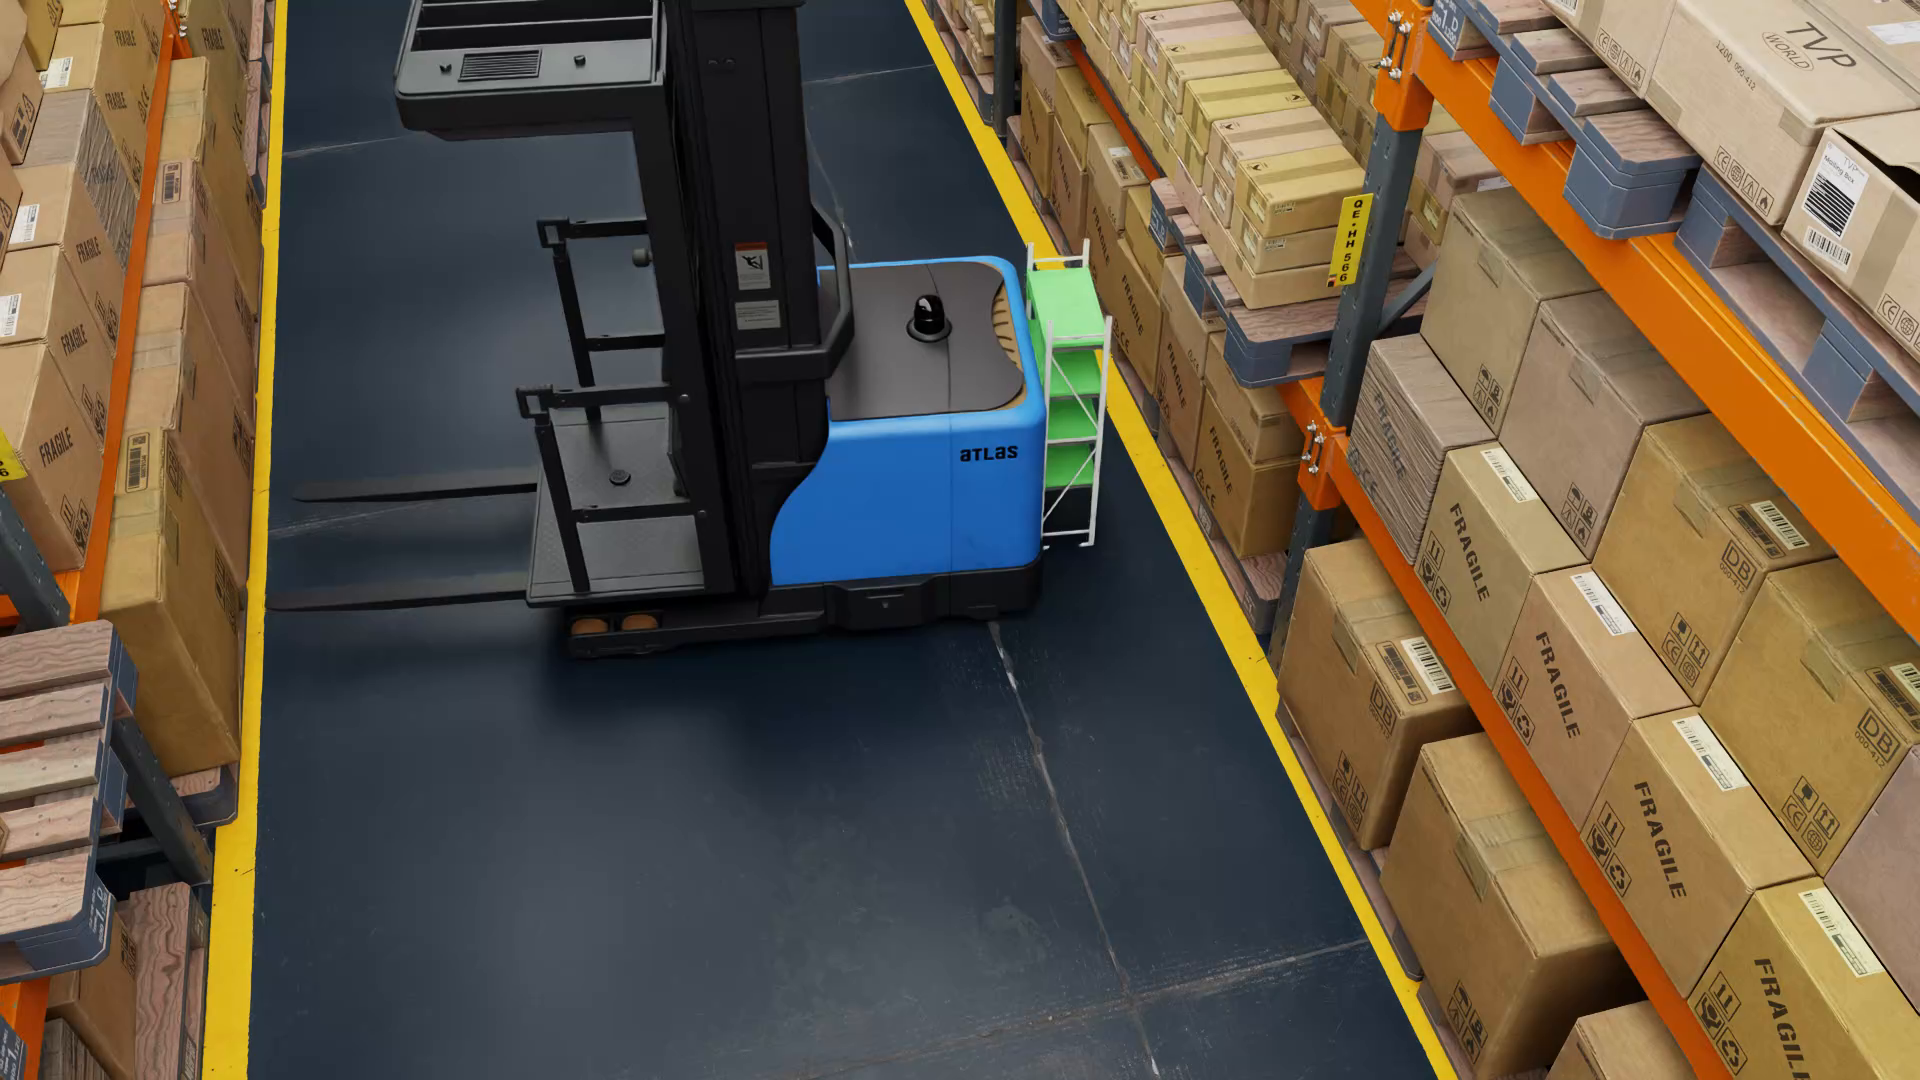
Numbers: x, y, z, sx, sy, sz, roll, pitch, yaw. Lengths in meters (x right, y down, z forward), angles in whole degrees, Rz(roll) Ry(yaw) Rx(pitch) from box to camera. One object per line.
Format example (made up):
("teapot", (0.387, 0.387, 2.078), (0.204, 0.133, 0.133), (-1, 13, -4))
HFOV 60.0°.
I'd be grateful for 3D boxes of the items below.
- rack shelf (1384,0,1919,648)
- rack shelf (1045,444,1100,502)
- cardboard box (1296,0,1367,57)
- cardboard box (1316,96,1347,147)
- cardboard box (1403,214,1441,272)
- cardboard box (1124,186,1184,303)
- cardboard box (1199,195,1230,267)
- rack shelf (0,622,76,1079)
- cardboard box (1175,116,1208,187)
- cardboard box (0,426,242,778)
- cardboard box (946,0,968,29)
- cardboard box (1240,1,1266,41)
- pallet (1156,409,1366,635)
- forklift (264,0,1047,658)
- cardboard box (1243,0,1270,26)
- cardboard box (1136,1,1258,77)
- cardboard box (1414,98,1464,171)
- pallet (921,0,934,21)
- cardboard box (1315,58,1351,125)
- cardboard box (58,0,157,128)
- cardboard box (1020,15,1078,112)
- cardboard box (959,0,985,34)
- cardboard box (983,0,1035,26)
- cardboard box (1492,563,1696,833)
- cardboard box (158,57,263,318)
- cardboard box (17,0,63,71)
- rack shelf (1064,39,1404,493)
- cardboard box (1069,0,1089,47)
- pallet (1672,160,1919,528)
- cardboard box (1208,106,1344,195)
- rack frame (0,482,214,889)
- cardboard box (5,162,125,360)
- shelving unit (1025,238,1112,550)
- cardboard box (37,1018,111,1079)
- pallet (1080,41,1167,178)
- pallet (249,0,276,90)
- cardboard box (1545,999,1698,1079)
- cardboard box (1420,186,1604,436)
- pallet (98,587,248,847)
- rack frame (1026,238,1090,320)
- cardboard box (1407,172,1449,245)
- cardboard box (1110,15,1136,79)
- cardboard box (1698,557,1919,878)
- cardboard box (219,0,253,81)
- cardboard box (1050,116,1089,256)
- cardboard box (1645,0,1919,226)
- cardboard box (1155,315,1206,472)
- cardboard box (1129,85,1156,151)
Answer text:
("rack shelf", (2.216, -0.049, 3.352), (1.077, 0.370, 4.000), (-11, 47, -10))
("rack shelf", (0.413, -0.353, 6.932), (0.258, 0.148, 0.480), (-5, 46, -5))
("cardboard box", (1.505, -1.978, 6.304), (0.380, 0.149, 0.250), (-9, 46, -8))
("cardboard box", (1.576, -1.594, 6.345), (0.380, 0.149, 0.250), (-9, 46, -8))
("cardboard box", (1.784, -1.037, 5.798), (0.380, 0.149, 0.250), (-11, 47, -11))
("cardboard box", (1.021, -1.291, 7.097), (0.500, 0.250, 0.500), (-10, 46, -9))
("cardboard box", (1.071, -1.119, 5.879), (0.380, 0.149, 0.250), (-11, 47, -10))
("rack shelf", (-2.605, 1.838, 3.603), (1.077, 0.370, 4.000), (-11, 47, -10))
("cardboard box", (0.997, -1.418, 5.964), (0.380, 0.149, 0.250), (-10, 46, -9))
("cardboard box", (-3.273, 0.322, 5.779), (1.225, 0.875, 0.875), (-13, 47, -12))
("cardboard box", (0.134, -3.116, 9.657), (0.380, 0.149, 0.250), (-12, 47, -12))
("cardboard box", (1.378, -2.132, 6.871), (0.380, 0.149, 0.250), (-12, 47, -12))
("pallet", (1.505, -0.196, 7.045), (1.003, 0.211, 1.213), (-11, 47, -10))
("forklift", (-1.224, -0.961, 5.890), (3.031, 2.935, 1.130), (-4, 46, -4))
("cardboard box", (1.370, -2.240, 6.769), (0.380, 0.149, 0.250), (-9, 46, -9))
("cardboard box", (0.878, -1.859, 6.188), (0.380, 0.149, 0.250), (-11, 47, -10))
("cardboard box", (1.701, -1.439, 5.776), (0.380, 0.149, 0.250), (-12, 47, -11))
("pallet", (0.158, -3.718, 10.497), (1.003, 0.211, 1.213), (-11, 47, -10))
("cardboard box", (1.566, -1.710, 6.250), (0.380, 0.149, 0.250), (-11, 47, -10))
("cardboard box", (-3.637, -1.975, 6.766), (0.500, 0.500, 0.500), (-9, 46, -9))
("cardboard box", (0.614, -2.369, 8.154), (0.500, 0.250, 0.500), (-13, 47, -12))
("cardboard box", (0.211, -2.991, 9.325), (0.380, 0.149, 0.250), (-13, 47, -12))
("cardboard box", (0.337, -2.949, 9.076), (0.380, 0.149, 0.250), (-9, 46, -9))
("cardboard box", (1.819, 0.391, 4.447), (0.500, 0.500, 0.500), (-11, 47, -10))
("cardboard box", (-3.958, -1.521, 7.585), (1.225, 0.875, 0.875), (-11, 47, -10))
("cardboard box", (-3.805, -2.027, 6.115), (0.797, 0.503, 0.637), (-10, 46, -10))
("rack shelf", (1.192, -1.761, 7.130), (1.077, 0.370, 4.000), (-11, 47, -10))
("cardboard box", (0.675, -2.196, 6.934), (0.380, 0.149, 0.250), (-11, 47, -11))
("pallet", (2.209, -0.409, 3.334), (1.003, 0.211, 1.213), (-9, 46, -8))
("cardboard box", (1.073, -1.327, 5.667), (0.380, 0.149, 0.250), (-11, 47, -11))
("rack frame", (-3.117, 0.205, 4.699), (1.000, 3.000, 0.127), (-11, 47, -10))
("cardboard box", (-3.247, -0.924, 5.736), (0.500, 0.500, 0.500), (-11, 47, -11))
("shelving unit", (0.413, -0.565, 6.715), (0.258, 1.200, 0.503), (-5, 46, -5))
("cardboard box", (-2.772, 1.766, 4.612), (0.700, 0.500, 0.500), (-14, 47, -14))
("pallet", (1.157, -1.924, 6.920), (1.003, 0.211, 1.213), (-11, 47, -10))
("pallet", (-4.576, -2.963, 9.757), (1.003, 0.211, 1.213), (-11, 47, -10))
("cardboard box", (2.239, 1.692, 4.524), (1.050, 0.750, 0.750), (-11, 47, -10))
("cardboard box", (1.809, -0.705, 4.821), (0.700, 0.500, 0.500), (-11, 47, -11))
("pallet", (-3.246, 0.623, 6.242), (1.003, 0.211, 1.213), (-11, 47, -10))
("rack frame", (0.384, -0.739, 6.884), (0.240, 1.200, 0.015), (-5, 46, -5))
("cardboard box", (1.774, -1.165, 5.716), (0.380, 0.149, 0.250), (-9, 46, -9))
("cardboard box", (0.805, -1.943, 6.478), (0.380, 0.149, 0.250), (-10, 46, -9))
("cardboard box", (2.204, 0.351, 3.787), (0.700, 0.500, 0.500), (-11, 47, -11))
("cardboard box", (-4.463, -3.051, 9.084), (0.875, 0.875, 0.875), (-11, 47, -10))
("cardboard box", (0.750, -1.742, 8.064), (0.500, 0.500, 0.500), (-9, 46, -9))
("cardboard box", (1.805, -0.925, 3.448), (0.500, 0.250, 0.500), (-10, 46, -9))
("cardboard box", (1.153, -0.669, 7.013), (0.500, 0.500, 0.500), (-9, 46, -9))
("cardboard box", (0.874, -1.655, 6.404), (0.380, 0.149, 0.250), (-13, 47, -12))
